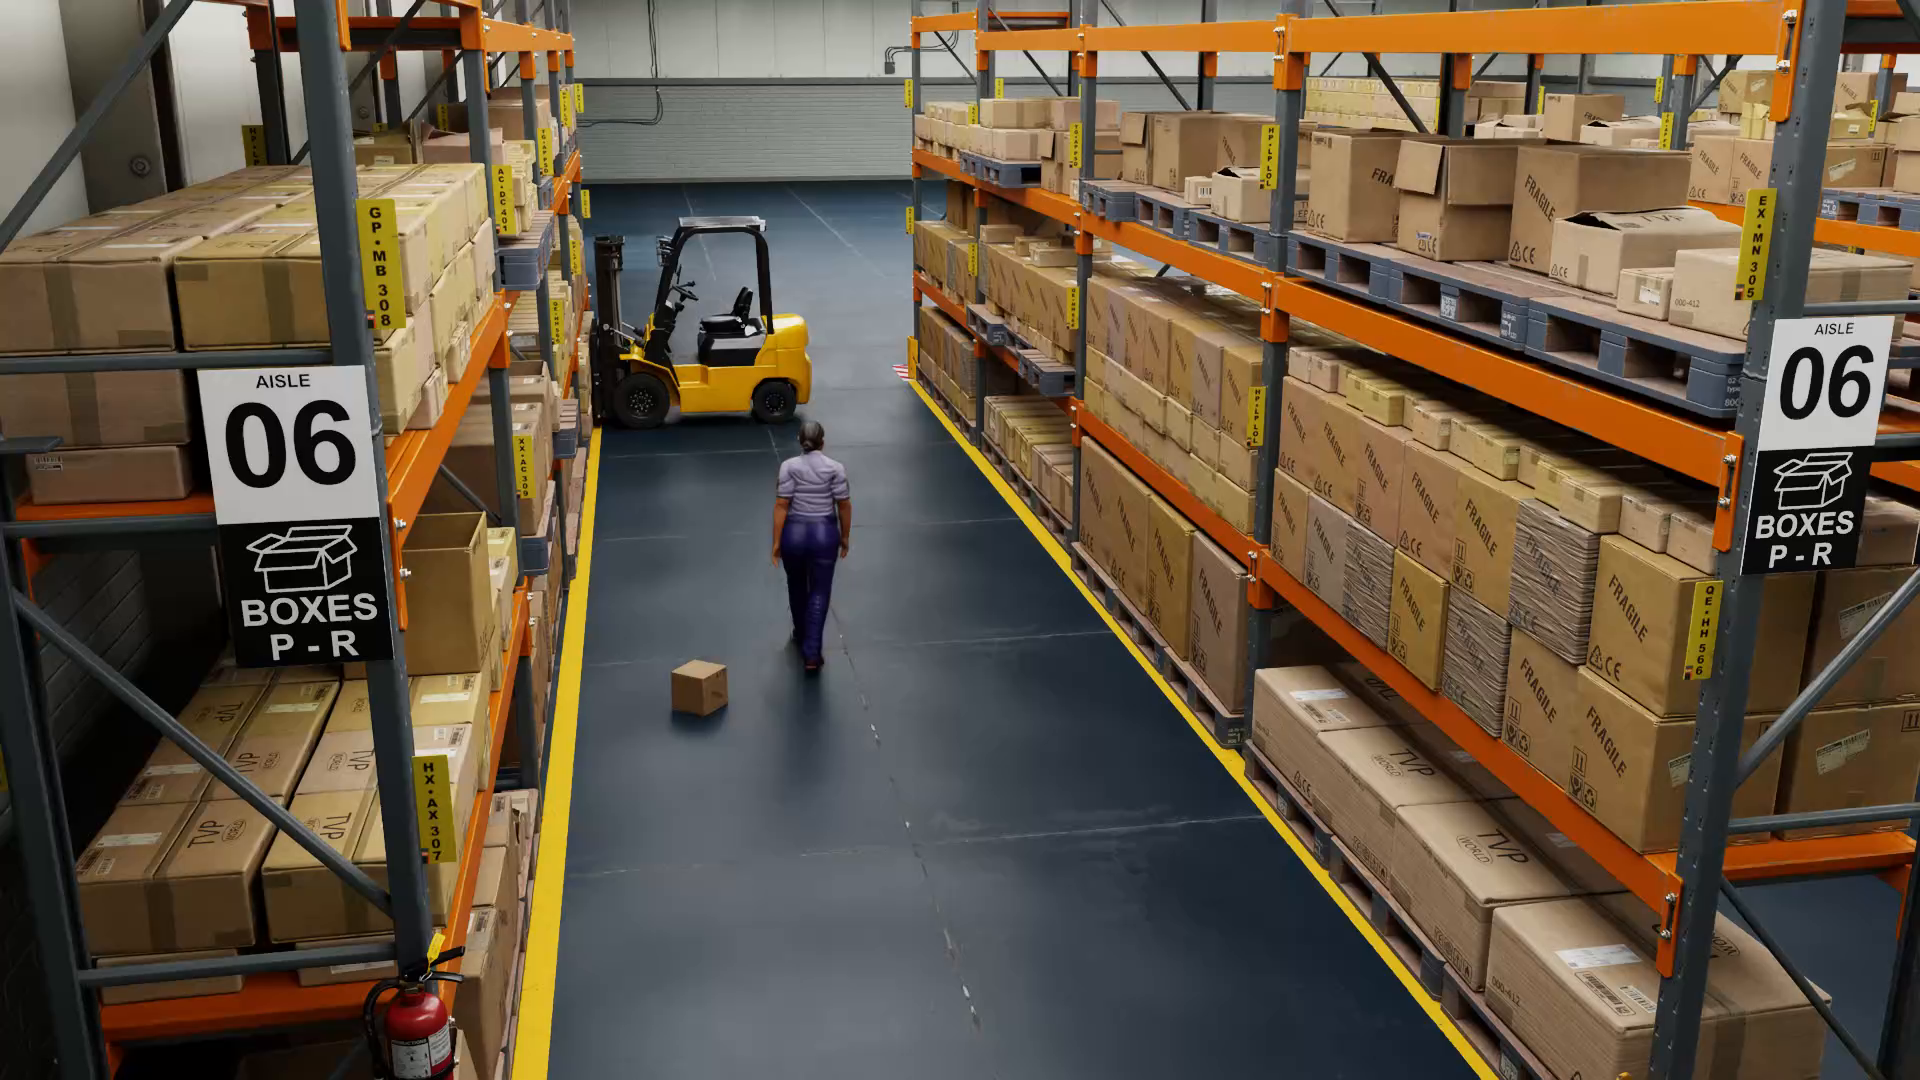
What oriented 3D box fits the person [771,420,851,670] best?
[{"bbox_3d":[-0.973,-0.009,11.081,0.506,1.601,0.898,1,17,4],"label":"person"}]
